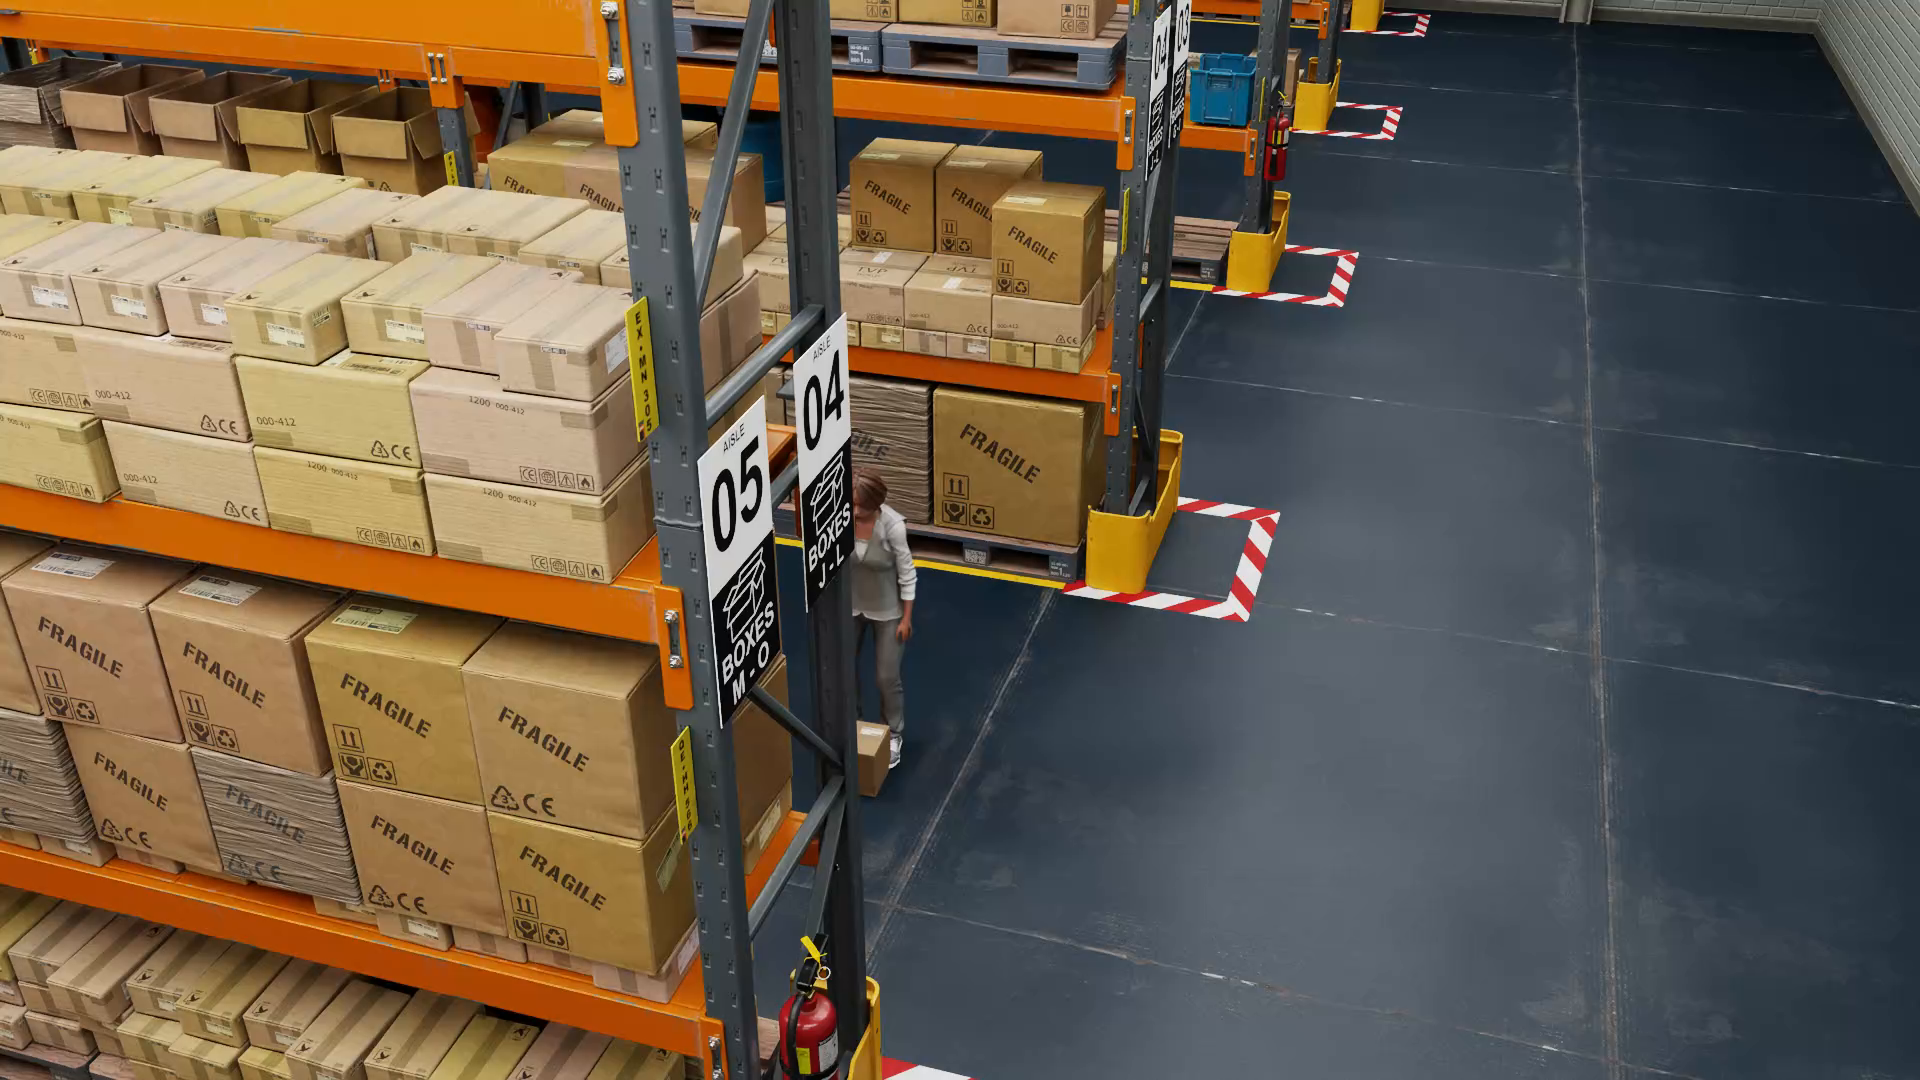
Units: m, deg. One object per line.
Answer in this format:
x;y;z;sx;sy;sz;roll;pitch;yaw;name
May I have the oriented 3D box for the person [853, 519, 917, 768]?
-0.433;0.453;7.951;0.461;1.352;0.325;8;31;13;person
